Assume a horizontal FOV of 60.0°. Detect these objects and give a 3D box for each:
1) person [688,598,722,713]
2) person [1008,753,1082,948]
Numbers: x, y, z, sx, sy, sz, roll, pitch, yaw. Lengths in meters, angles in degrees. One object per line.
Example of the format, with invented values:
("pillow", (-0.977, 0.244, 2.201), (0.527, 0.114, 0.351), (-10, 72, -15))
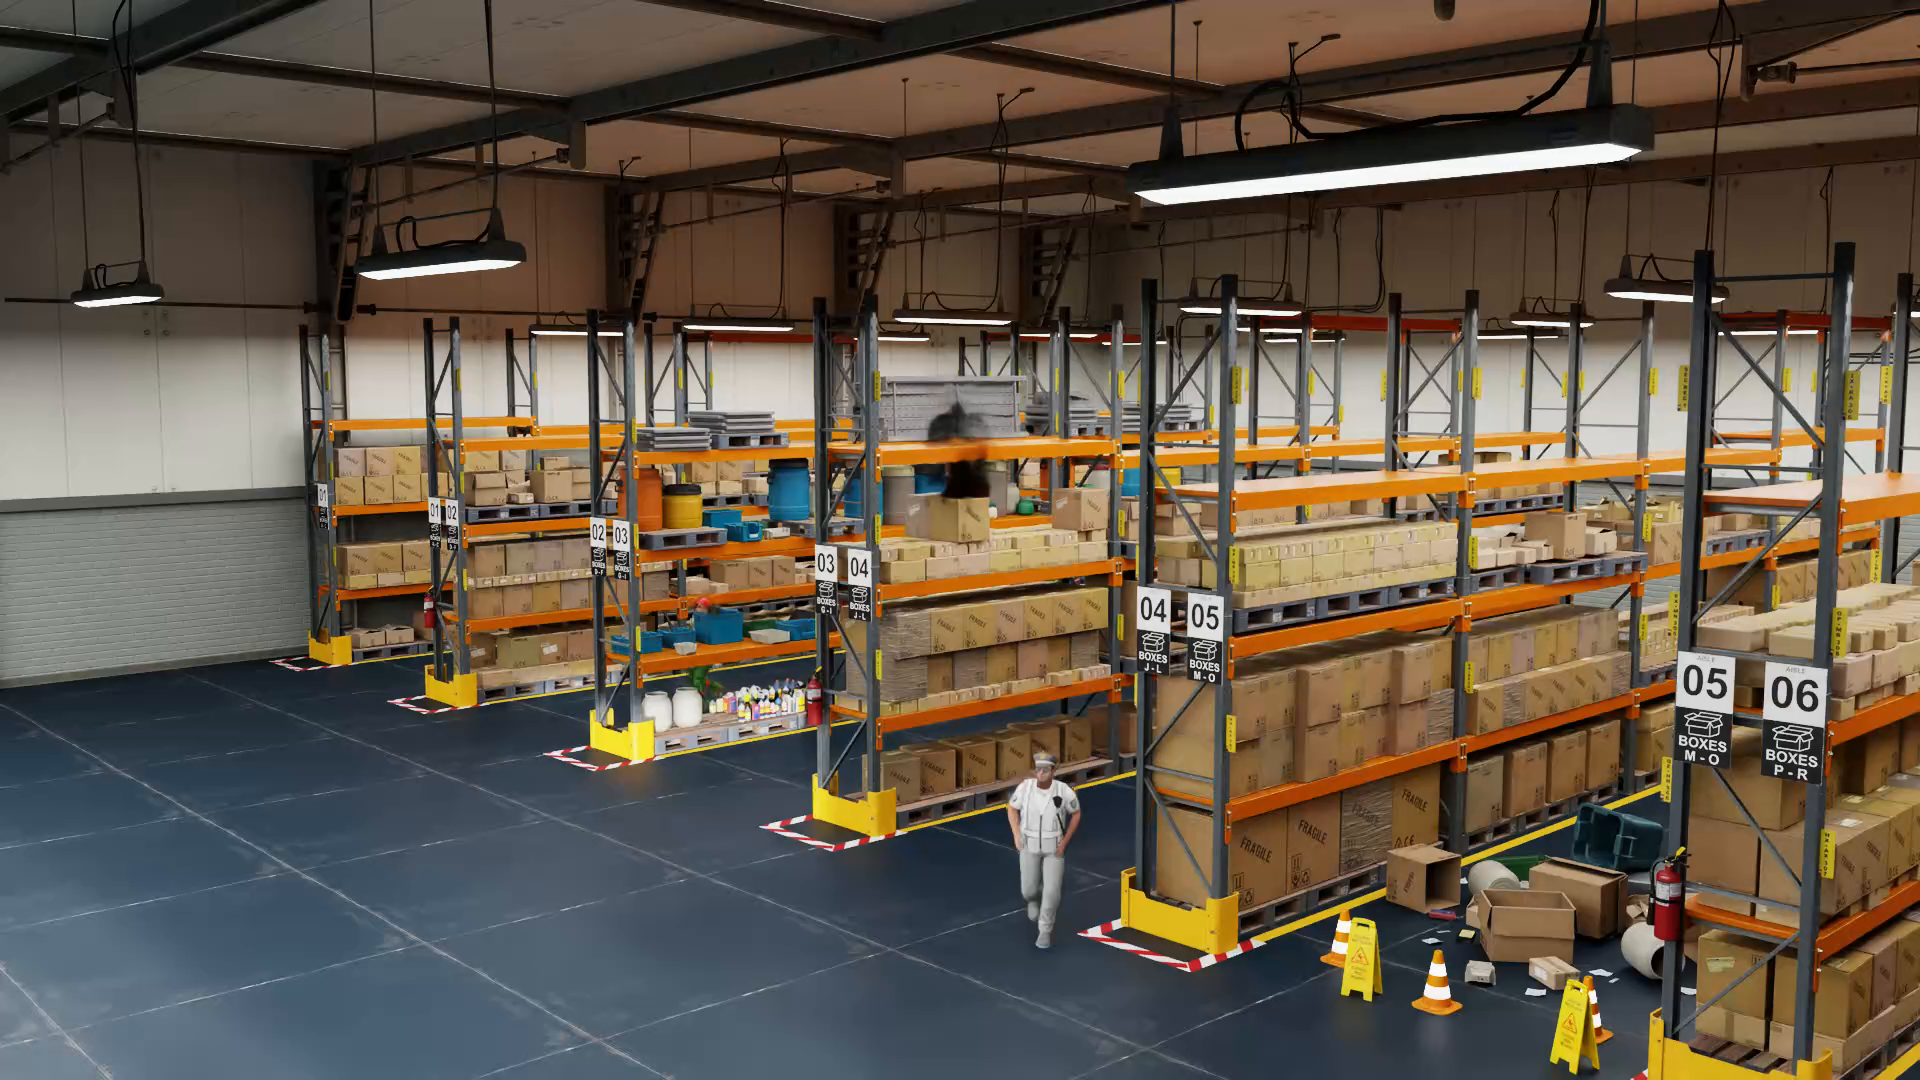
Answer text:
("person", (-3.866, 1.744, 25.271), (0.653, 1.750, 0.720), (5, 8, 42))
("person", (0.773, 2.779, 15.203), (0.678, 1.776, 0.650), (0, 6, 3))
